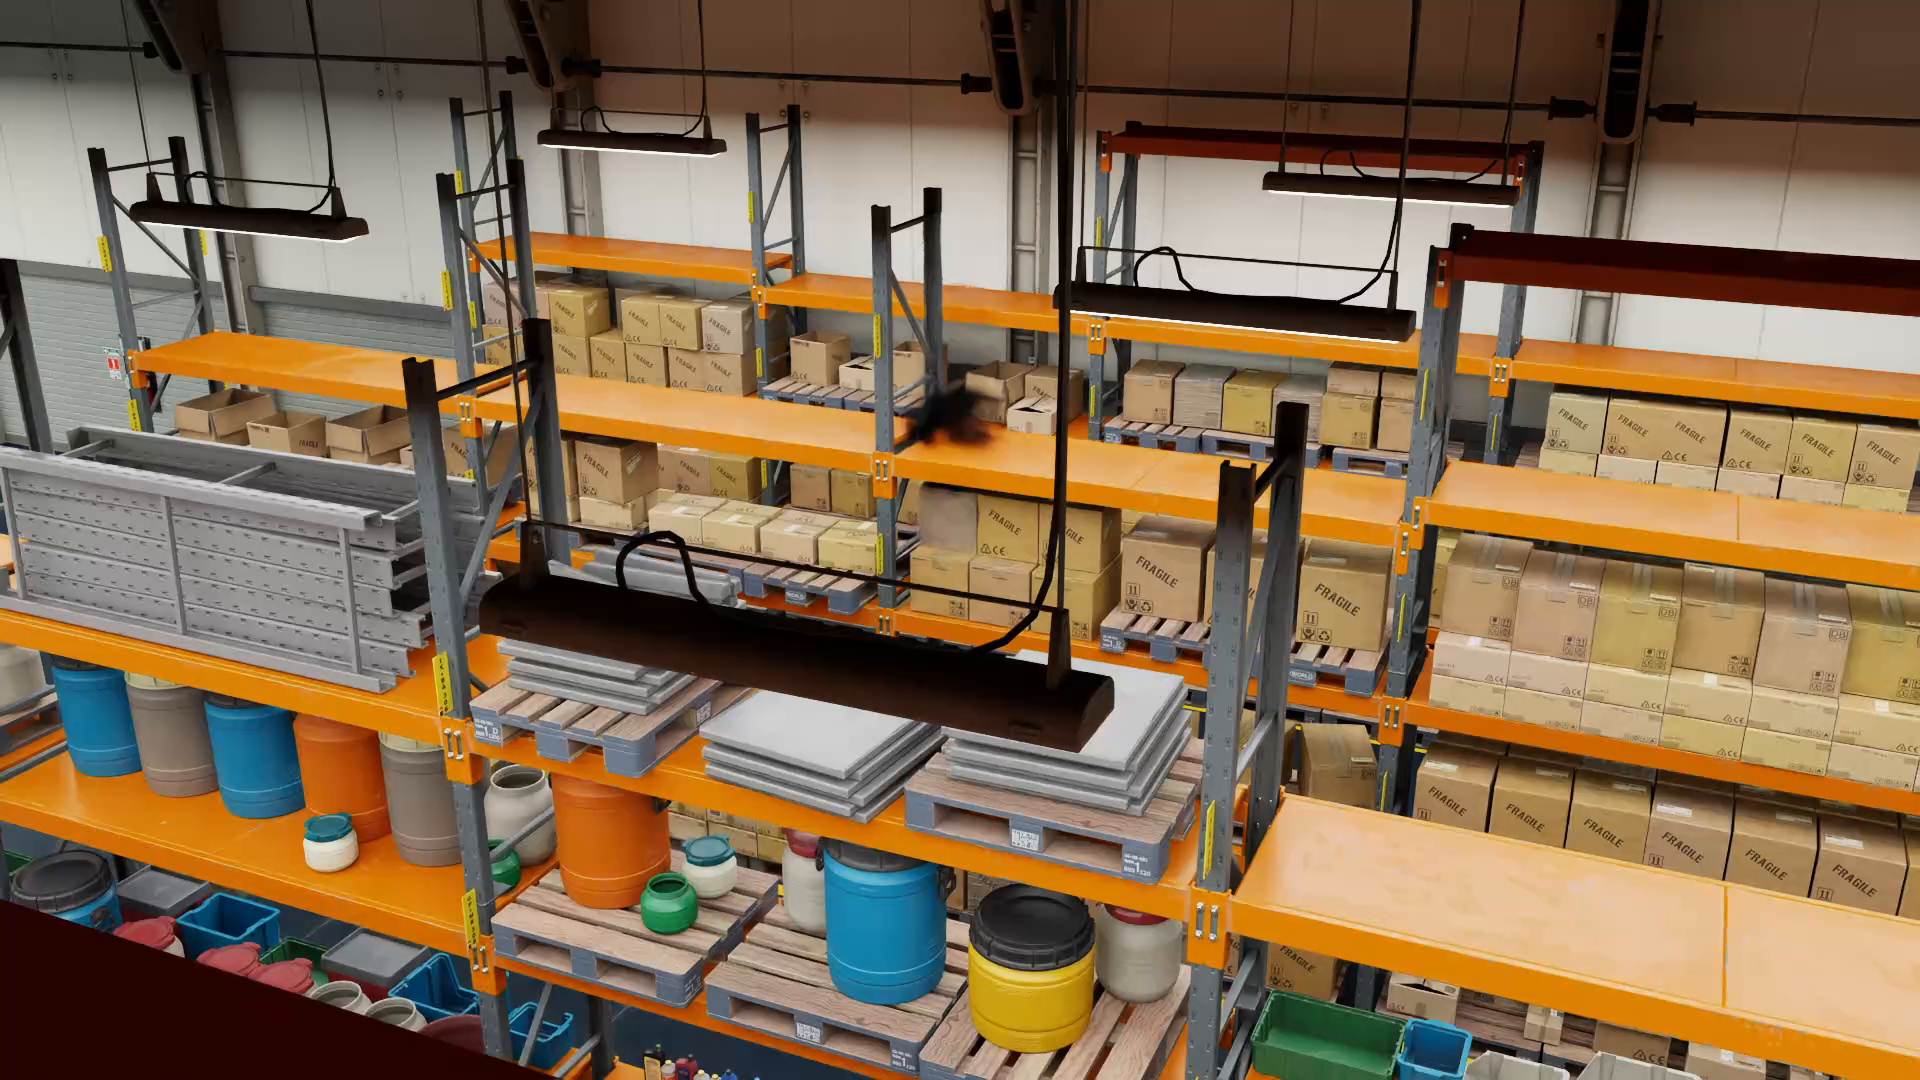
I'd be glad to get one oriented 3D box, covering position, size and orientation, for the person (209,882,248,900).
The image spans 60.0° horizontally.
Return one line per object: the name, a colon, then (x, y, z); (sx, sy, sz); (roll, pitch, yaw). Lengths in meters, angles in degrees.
person: (-5.807, 2.611, 13.363); (0.799, 1.715, 0.679); (11, 23, 28)
